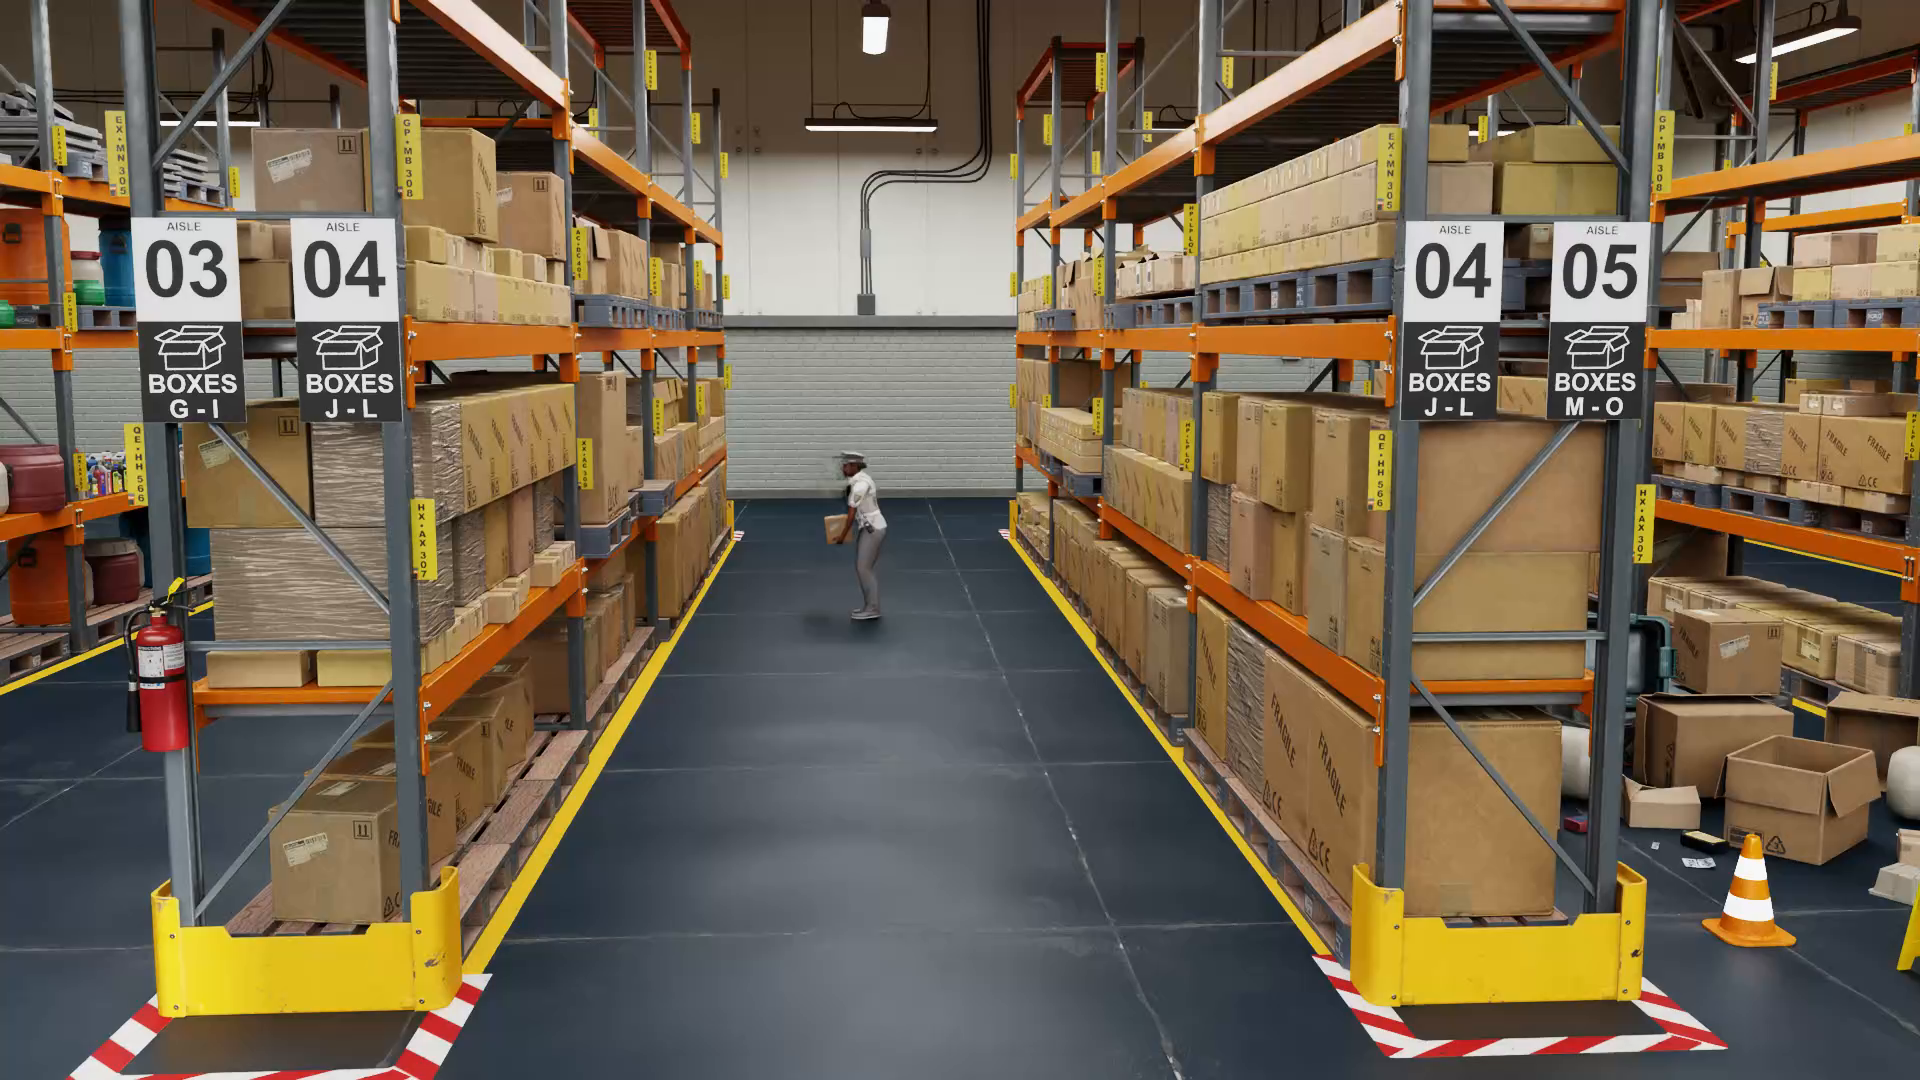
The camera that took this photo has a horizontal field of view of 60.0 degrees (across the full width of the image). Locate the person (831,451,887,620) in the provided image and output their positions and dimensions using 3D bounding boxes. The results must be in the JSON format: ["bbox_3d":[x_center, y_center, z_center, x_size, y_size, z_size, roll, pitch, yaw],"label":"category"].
[{"bbox_3d":[-0.989,-0.050,16.278,0.552,1.645,0.415,-1,7,-5],"label":"person"}]
